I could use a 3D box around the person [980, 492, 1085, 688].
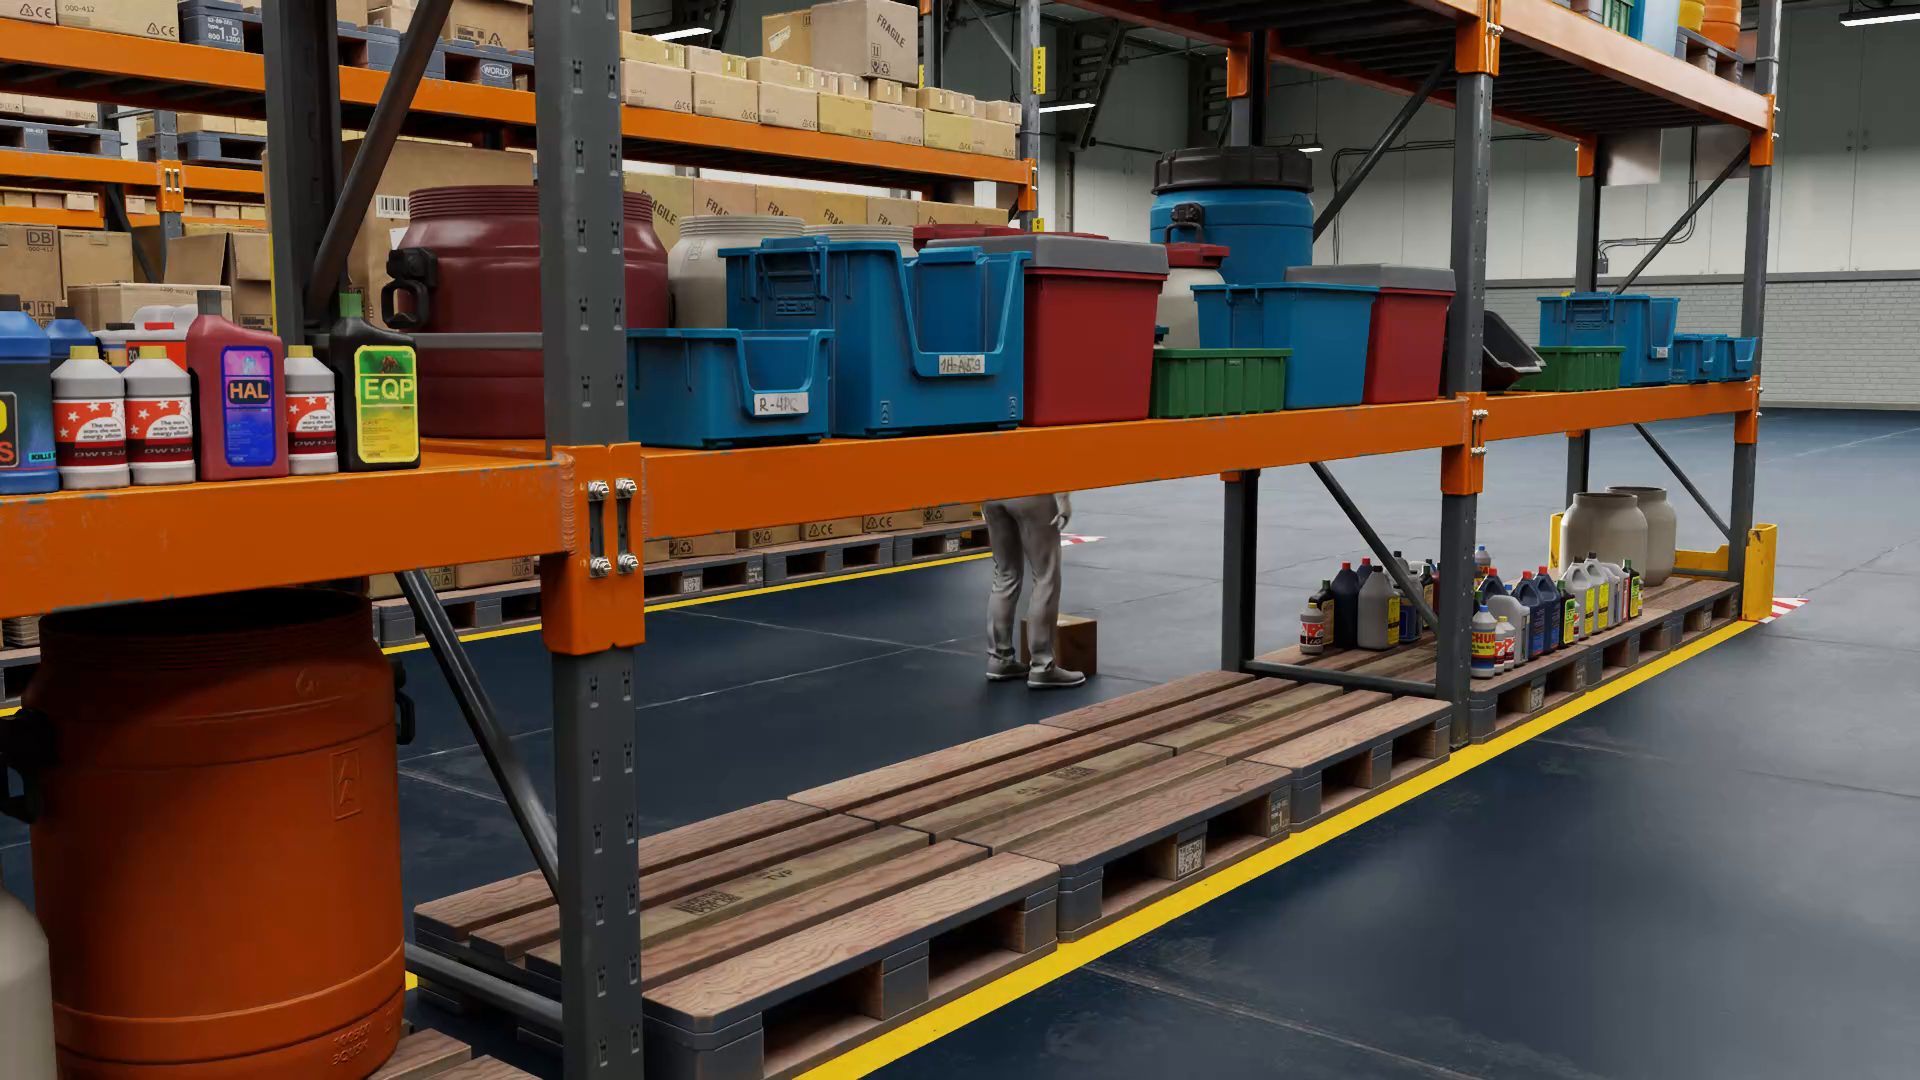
[{"bbox_3d":[0.275,-0.193,7.347,0.535,1.662,0.374,7,9,44],"label":"person"}]
